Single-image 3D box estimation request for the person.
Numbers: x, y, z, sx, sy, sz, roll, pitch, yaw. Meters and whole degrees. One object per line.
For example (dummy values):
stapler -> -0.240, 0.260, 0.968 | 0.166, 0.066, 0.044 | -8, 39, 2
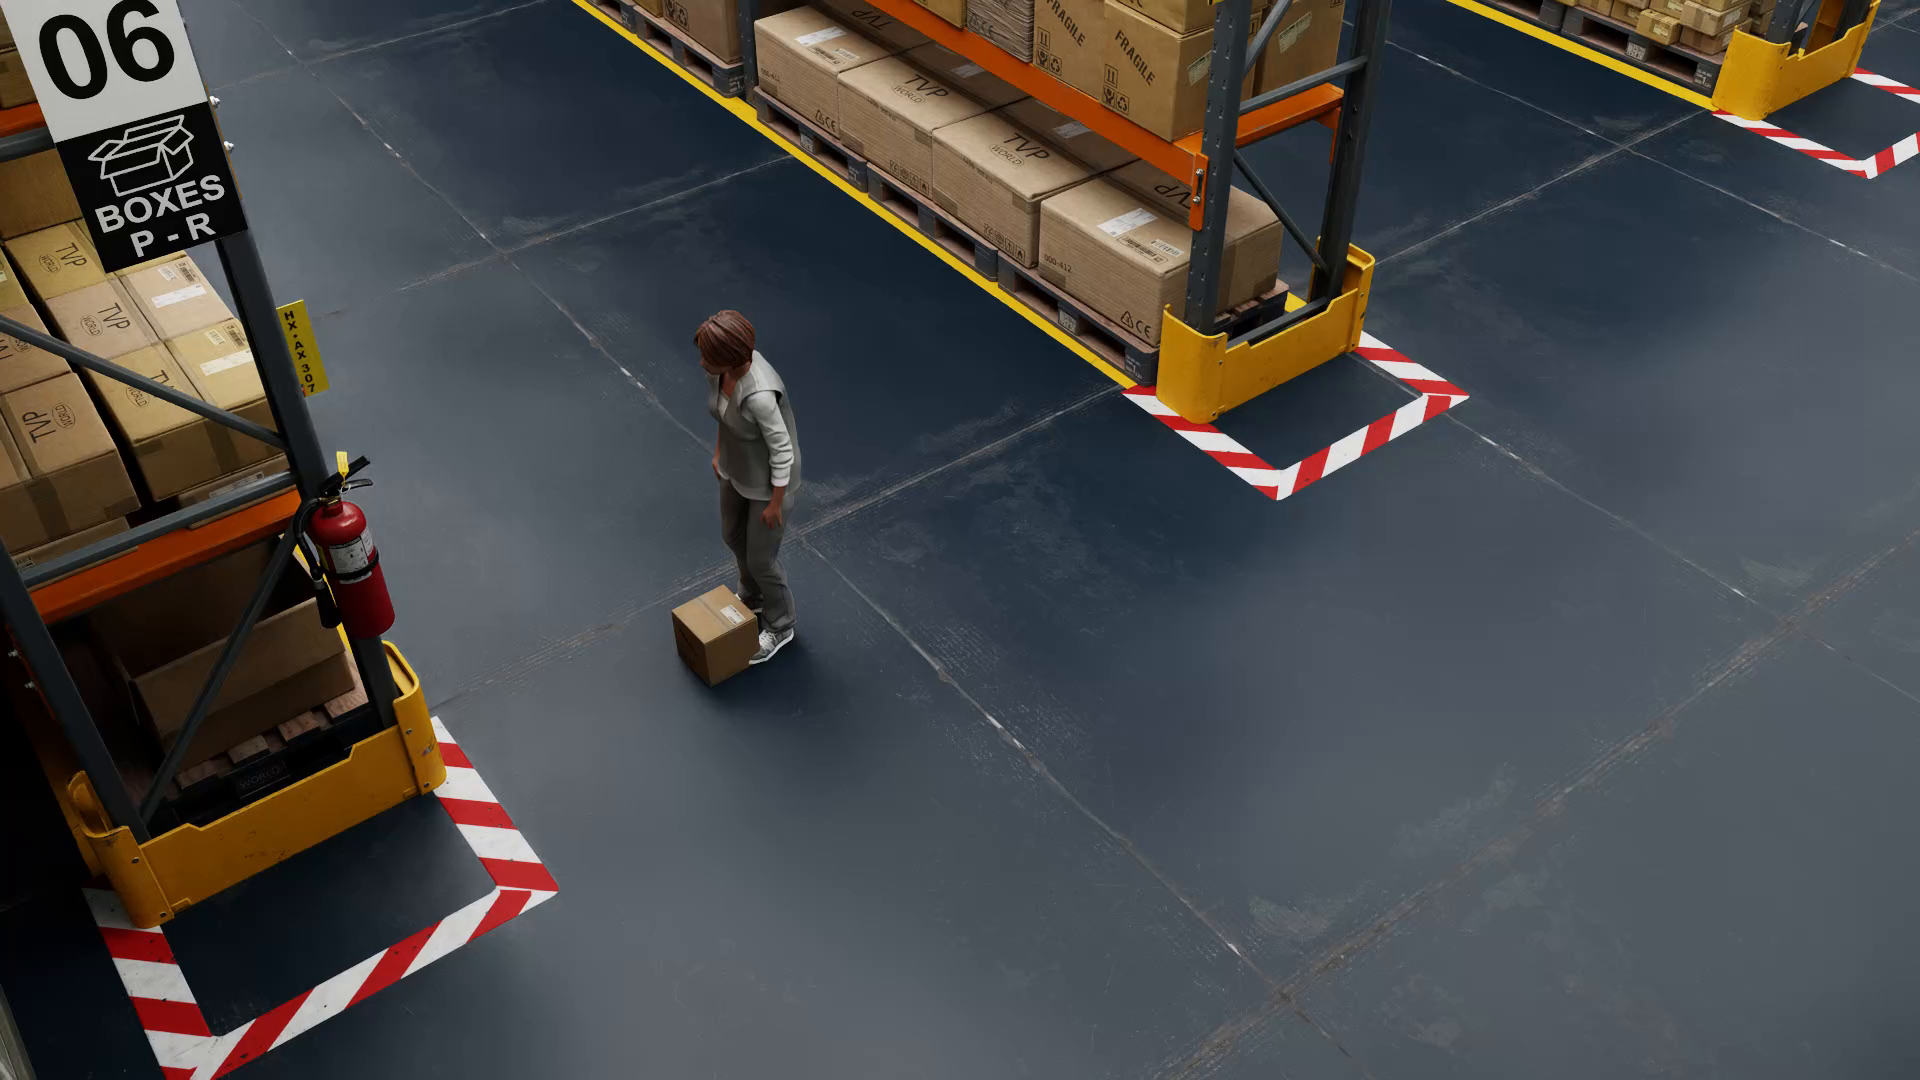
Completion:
person -> -0.808, -0.220, 6.420 | 0.369, 1.593, 0.459 | -26, 47, -27
